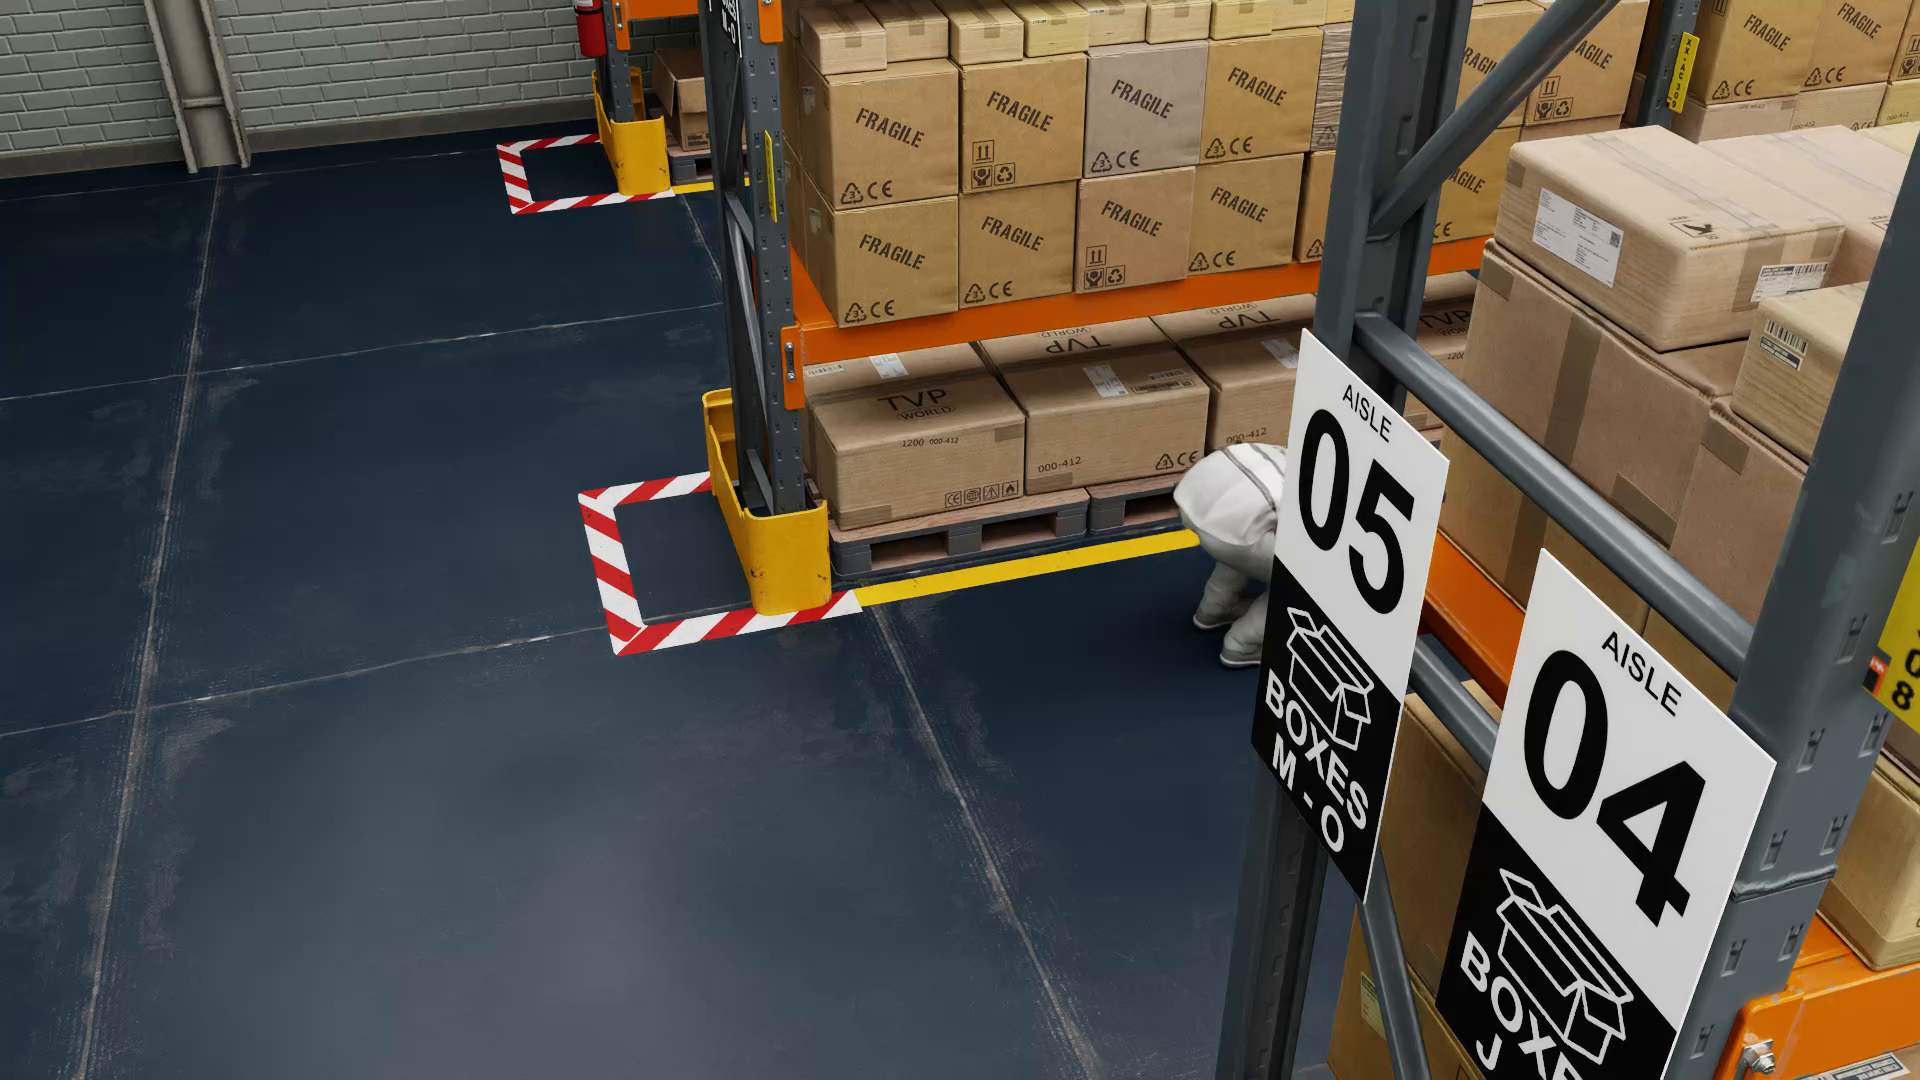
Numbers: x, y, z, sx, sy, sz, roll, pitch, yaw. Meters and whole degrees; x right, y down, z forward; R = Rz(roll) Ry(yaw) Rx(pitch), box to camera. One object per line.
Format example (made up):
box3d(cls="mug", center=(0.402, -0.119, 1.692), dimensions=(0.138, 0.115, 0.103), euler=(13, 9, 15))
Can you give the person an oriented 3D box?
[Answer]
box3d(cls="person", center=(1.366, 0.007, 6.875), dimensions=(1.024, 0.929, 0.544), euler=(-12, 35, -17))
